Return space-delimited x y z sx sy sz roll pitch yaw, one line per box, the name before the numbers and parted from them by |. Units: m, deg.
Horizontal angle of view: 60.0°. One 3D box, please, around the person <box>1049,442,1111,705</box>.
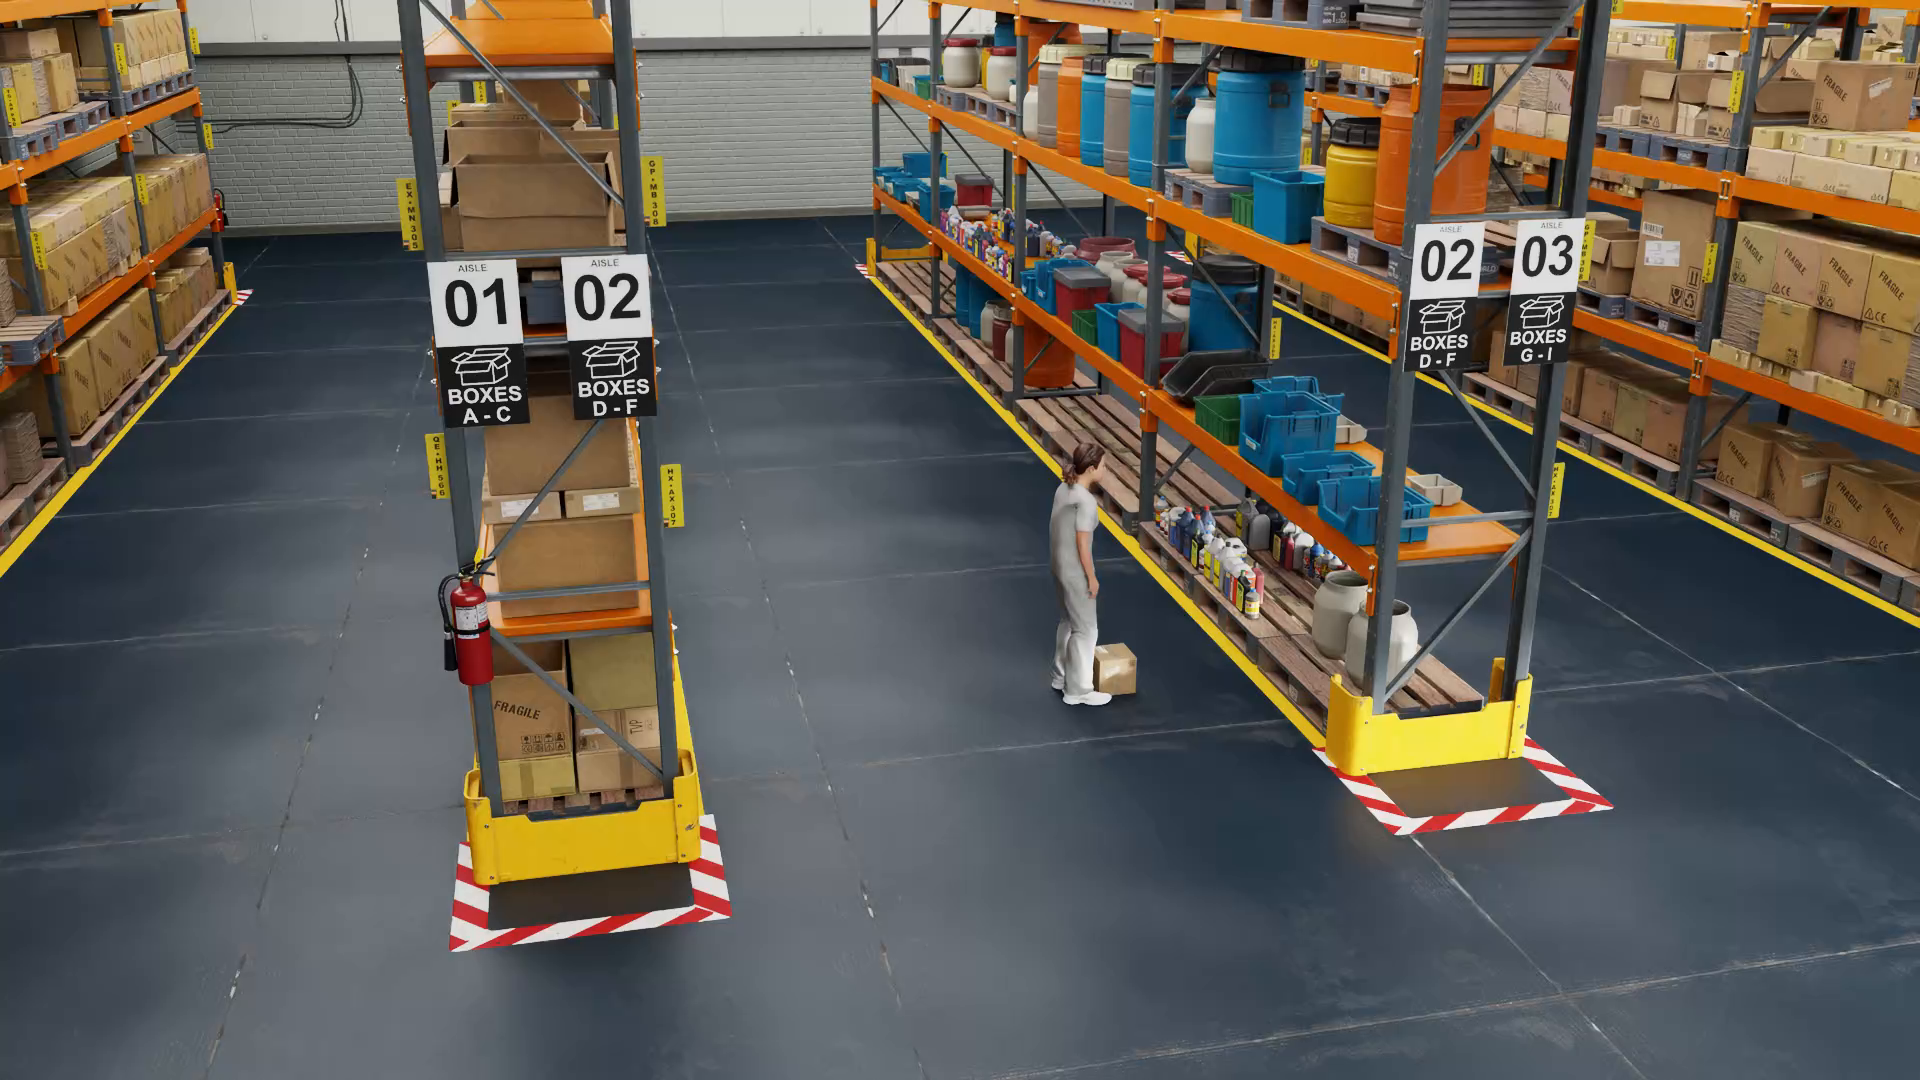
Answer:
person | 0.748 0.197 10.521 0.353 1.673 0.492 -5 20 -13
